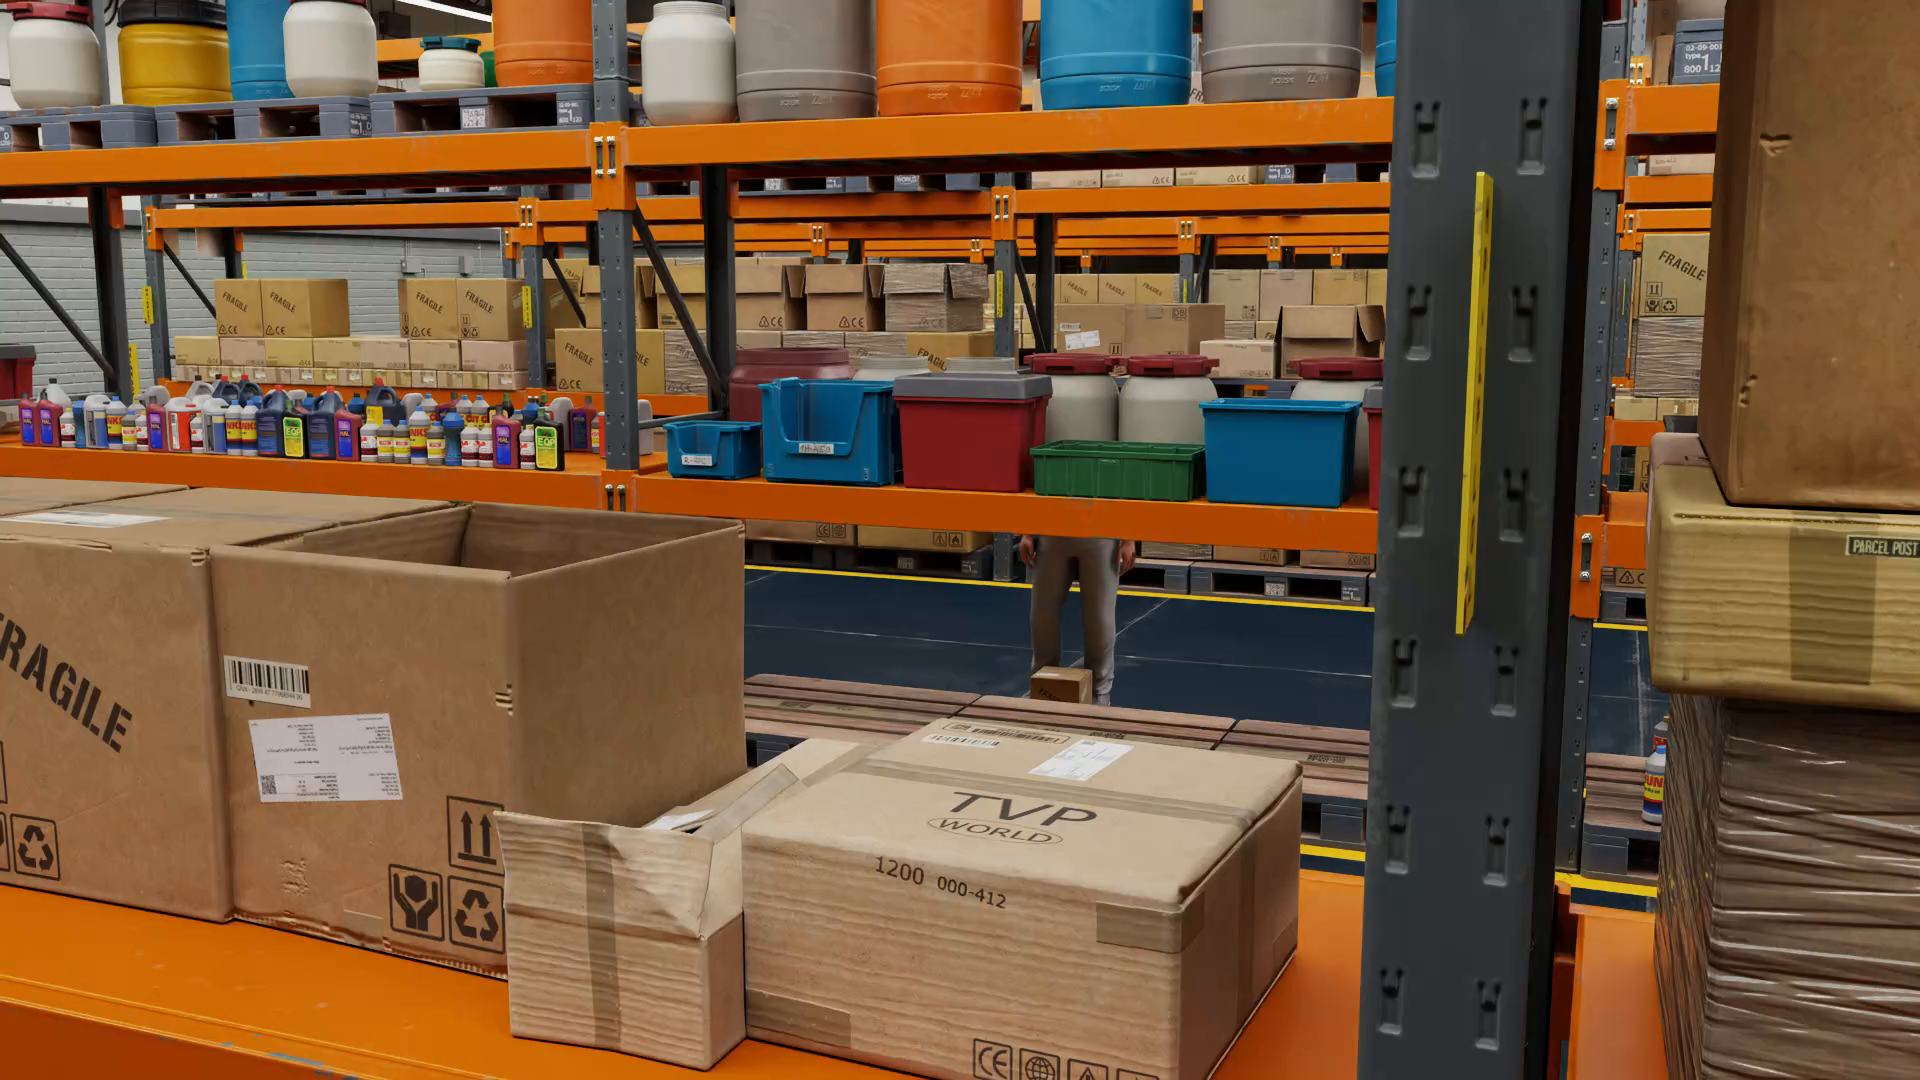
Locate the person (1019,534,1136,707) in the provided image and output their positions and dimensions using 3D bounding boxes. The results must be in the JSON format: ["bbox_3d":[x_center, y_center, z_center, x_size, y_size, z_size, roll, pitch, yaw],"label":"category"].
[{"bbox_3d":[0.593,-0.003,8.340,0.606,1.749,0.434,3,9,18],"label":"person"}]
